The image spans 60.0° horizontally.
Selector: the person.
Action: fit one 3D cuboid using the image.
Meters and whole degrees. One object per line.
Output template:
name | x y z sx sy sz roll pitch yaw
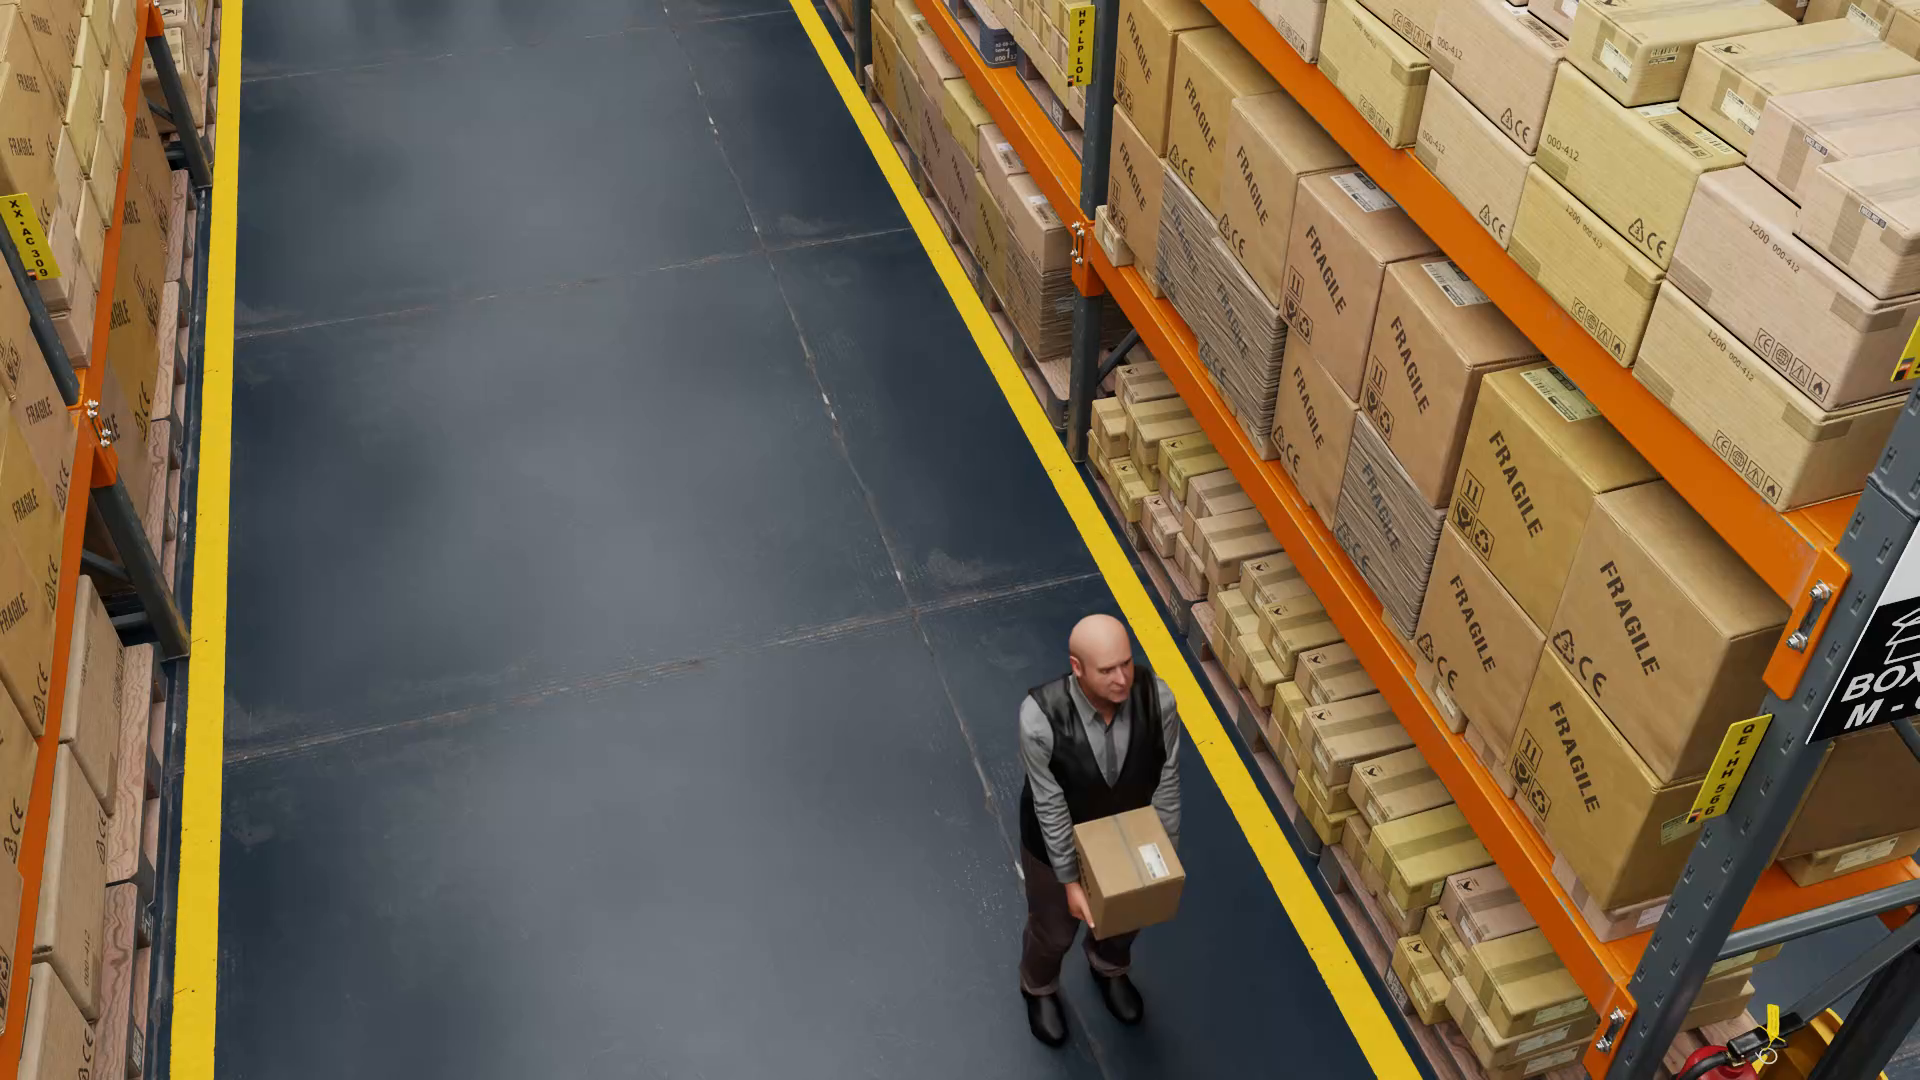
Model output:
person | 0.430 0.954 5.113 0.527 1.727 0.529 -13 44 -14
